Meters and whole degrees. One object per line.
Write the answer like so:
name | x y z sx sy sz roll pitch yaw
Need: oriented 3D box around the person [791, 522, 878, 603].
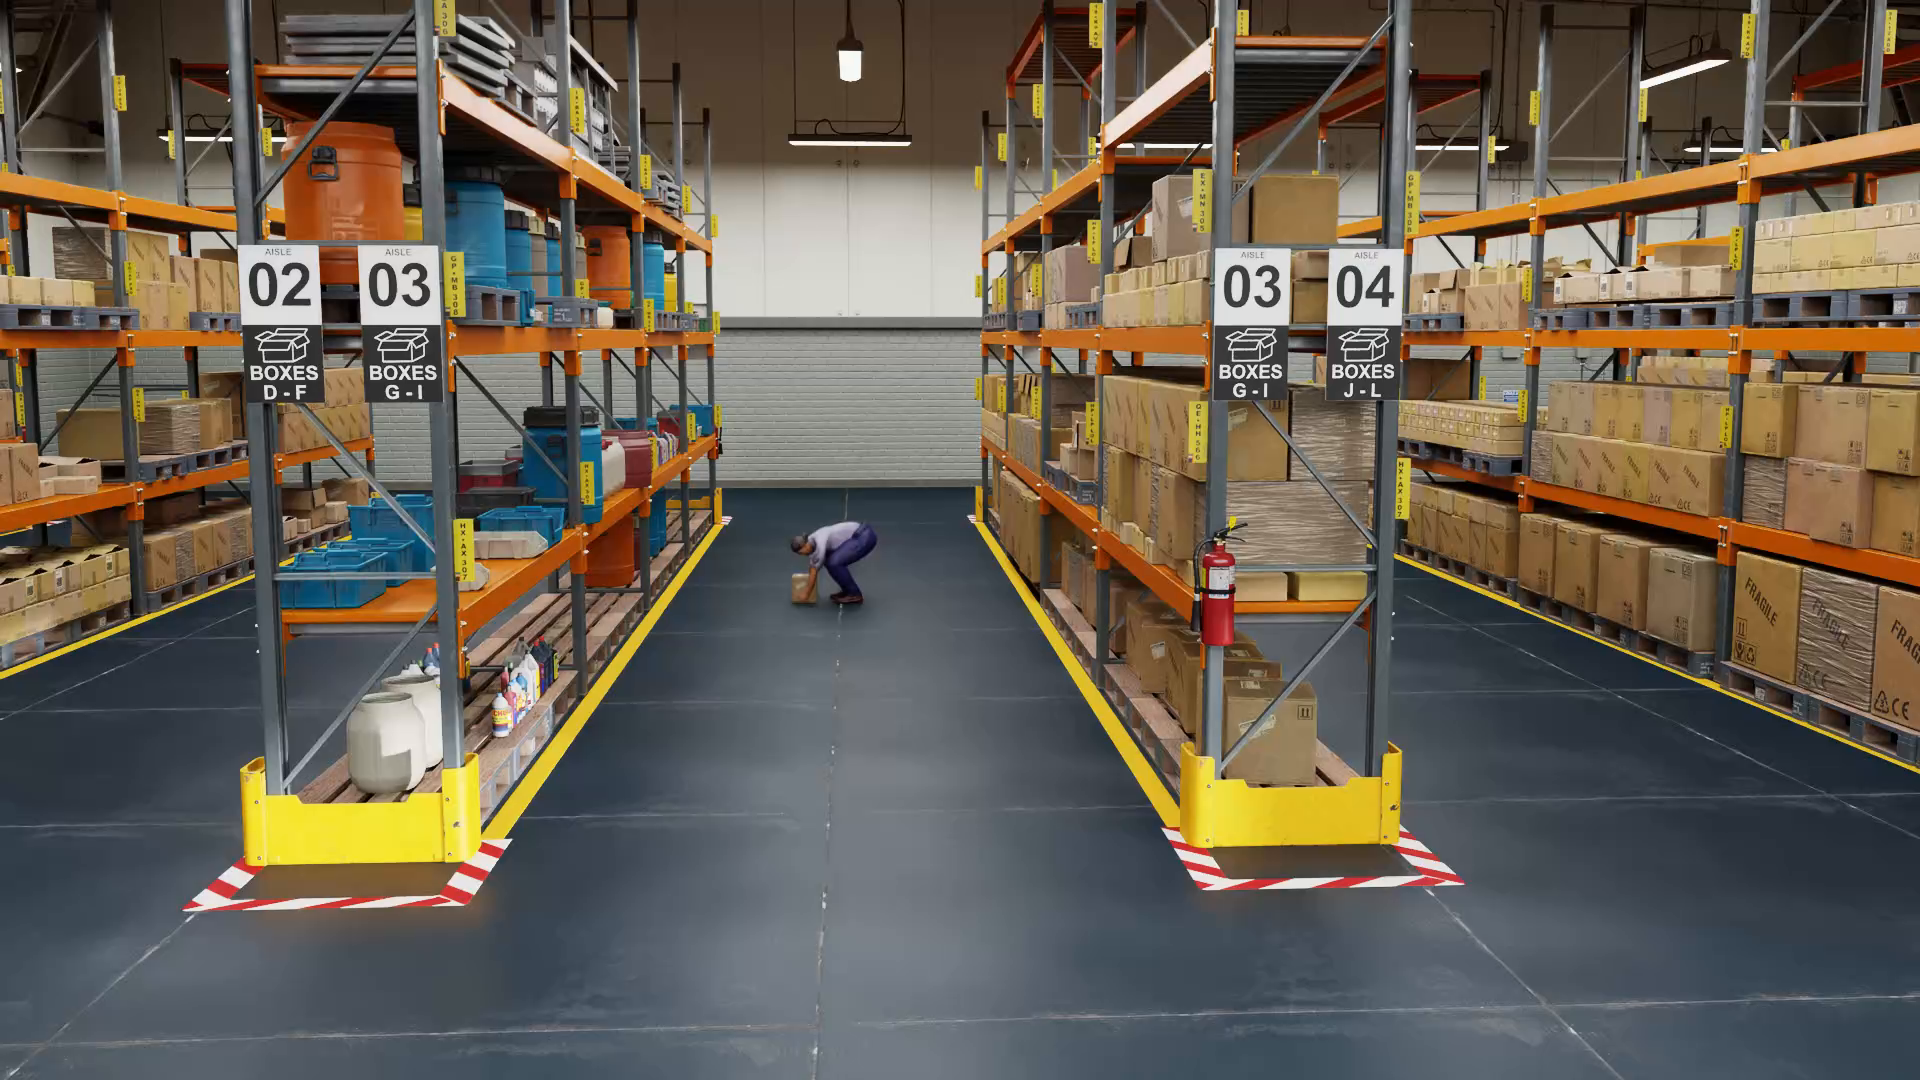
person | -1.312 0.235 17.337 0.900 0.821 0.514 -1 7 -6
